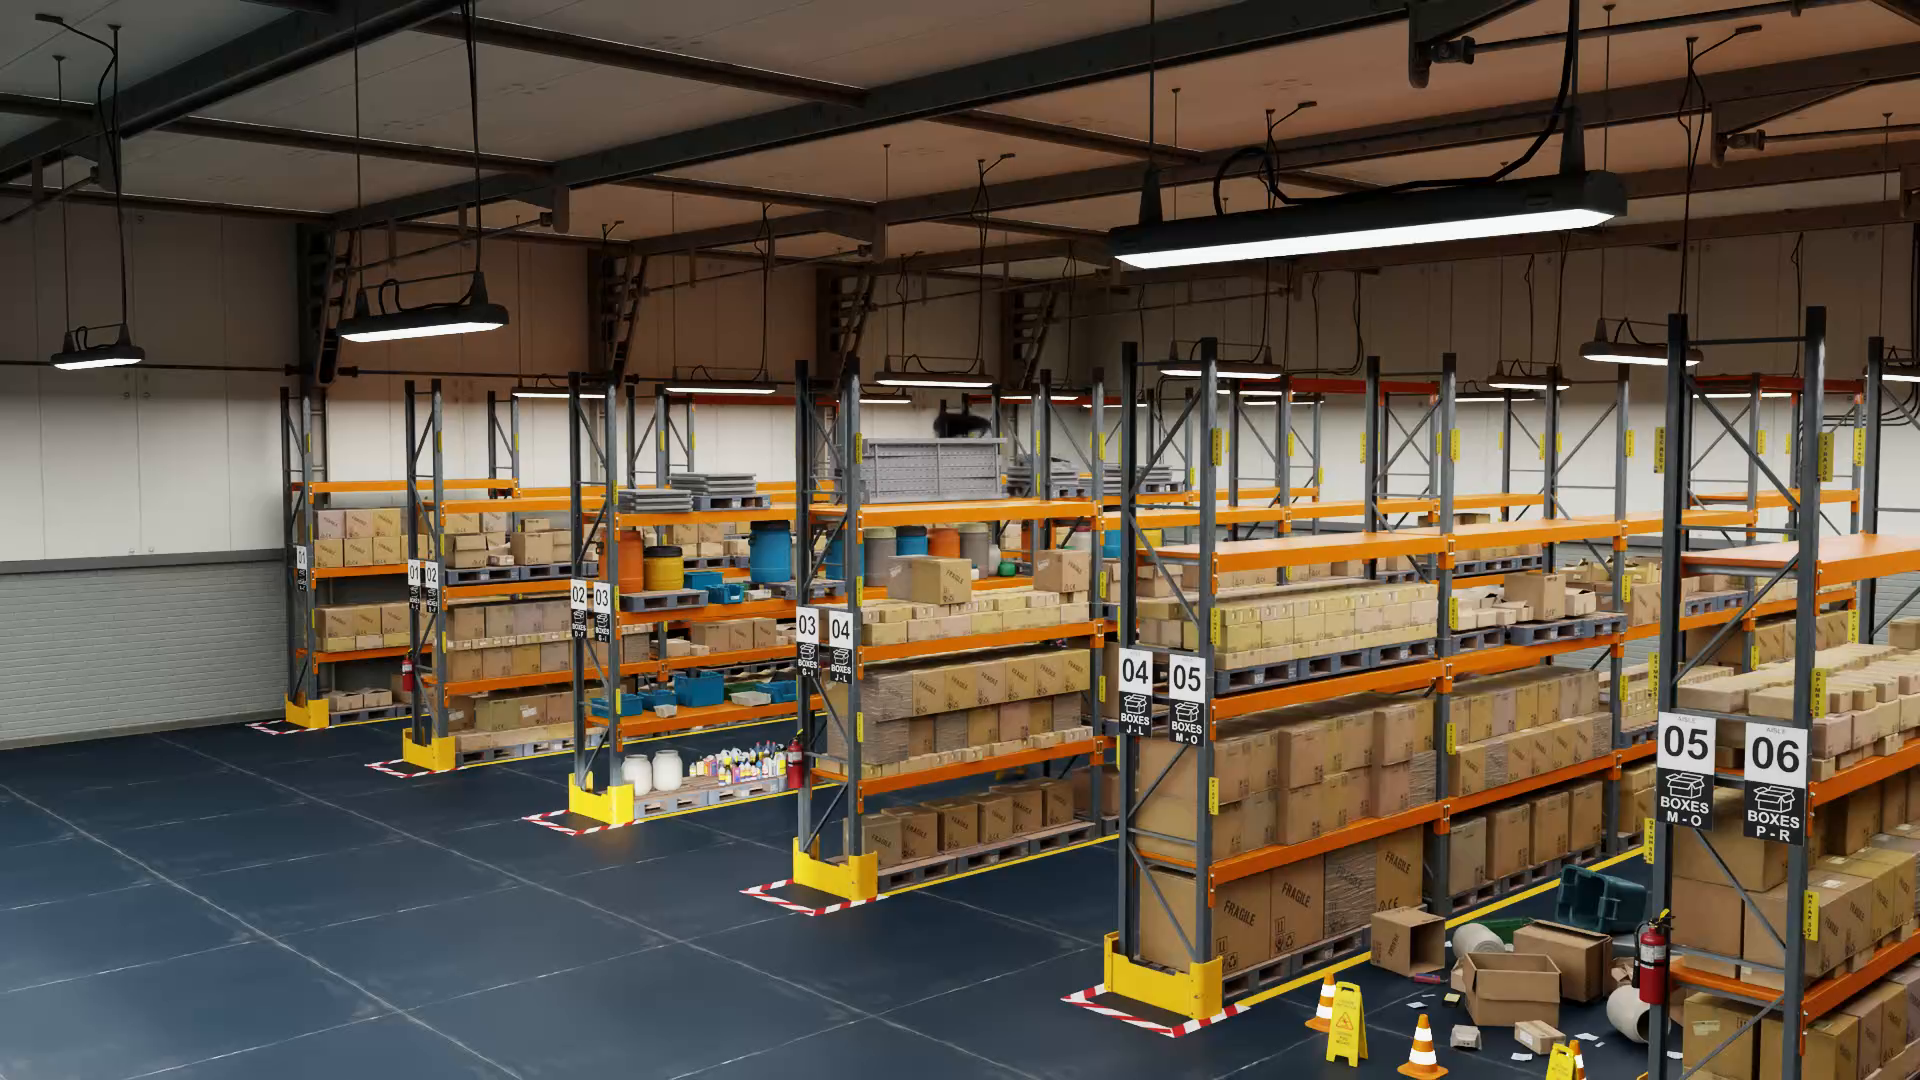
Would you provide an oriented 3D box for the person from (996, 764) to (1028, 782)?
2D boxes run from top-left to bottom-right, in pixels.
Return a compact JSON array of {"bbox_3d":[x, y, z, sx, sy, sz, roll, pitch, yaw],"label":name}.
[{"bbox_3d":[0.723,2.724,24.703,0.683,1.717,0.919,2,4,34],"label":"person"}]

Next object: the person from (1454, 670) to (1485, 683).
[{"bbox_3d":[7.995,2.682,25.829,0.707,1.719,0.821,4,5,44],"label":"person"}]
